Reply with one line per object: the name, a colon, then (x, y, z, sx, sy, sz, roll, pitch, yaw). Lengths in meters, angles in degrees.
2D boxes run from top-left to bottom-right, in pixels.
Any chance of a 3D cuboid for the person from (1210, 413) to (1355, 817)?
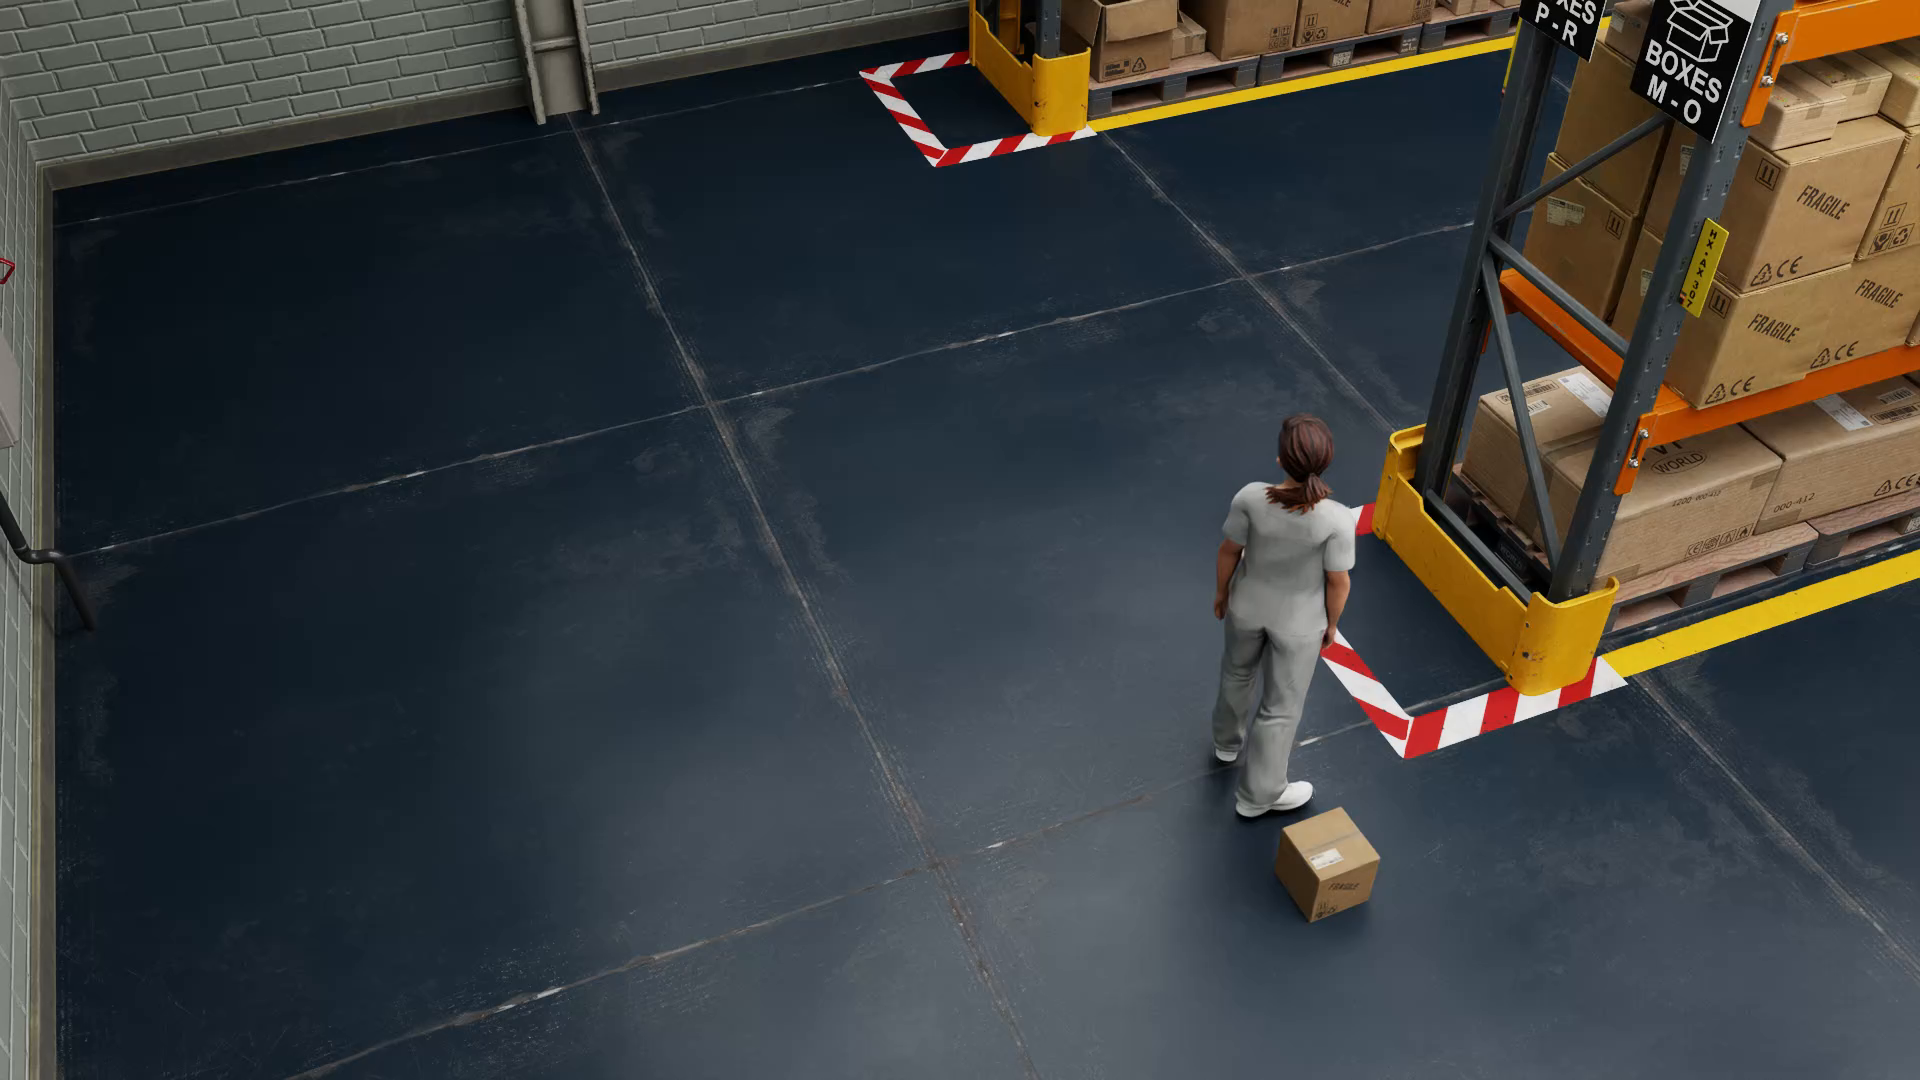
person: (1.130, 0.259, 5.850, 0.498, 1.670, 0.514, 22, 46, 23)
